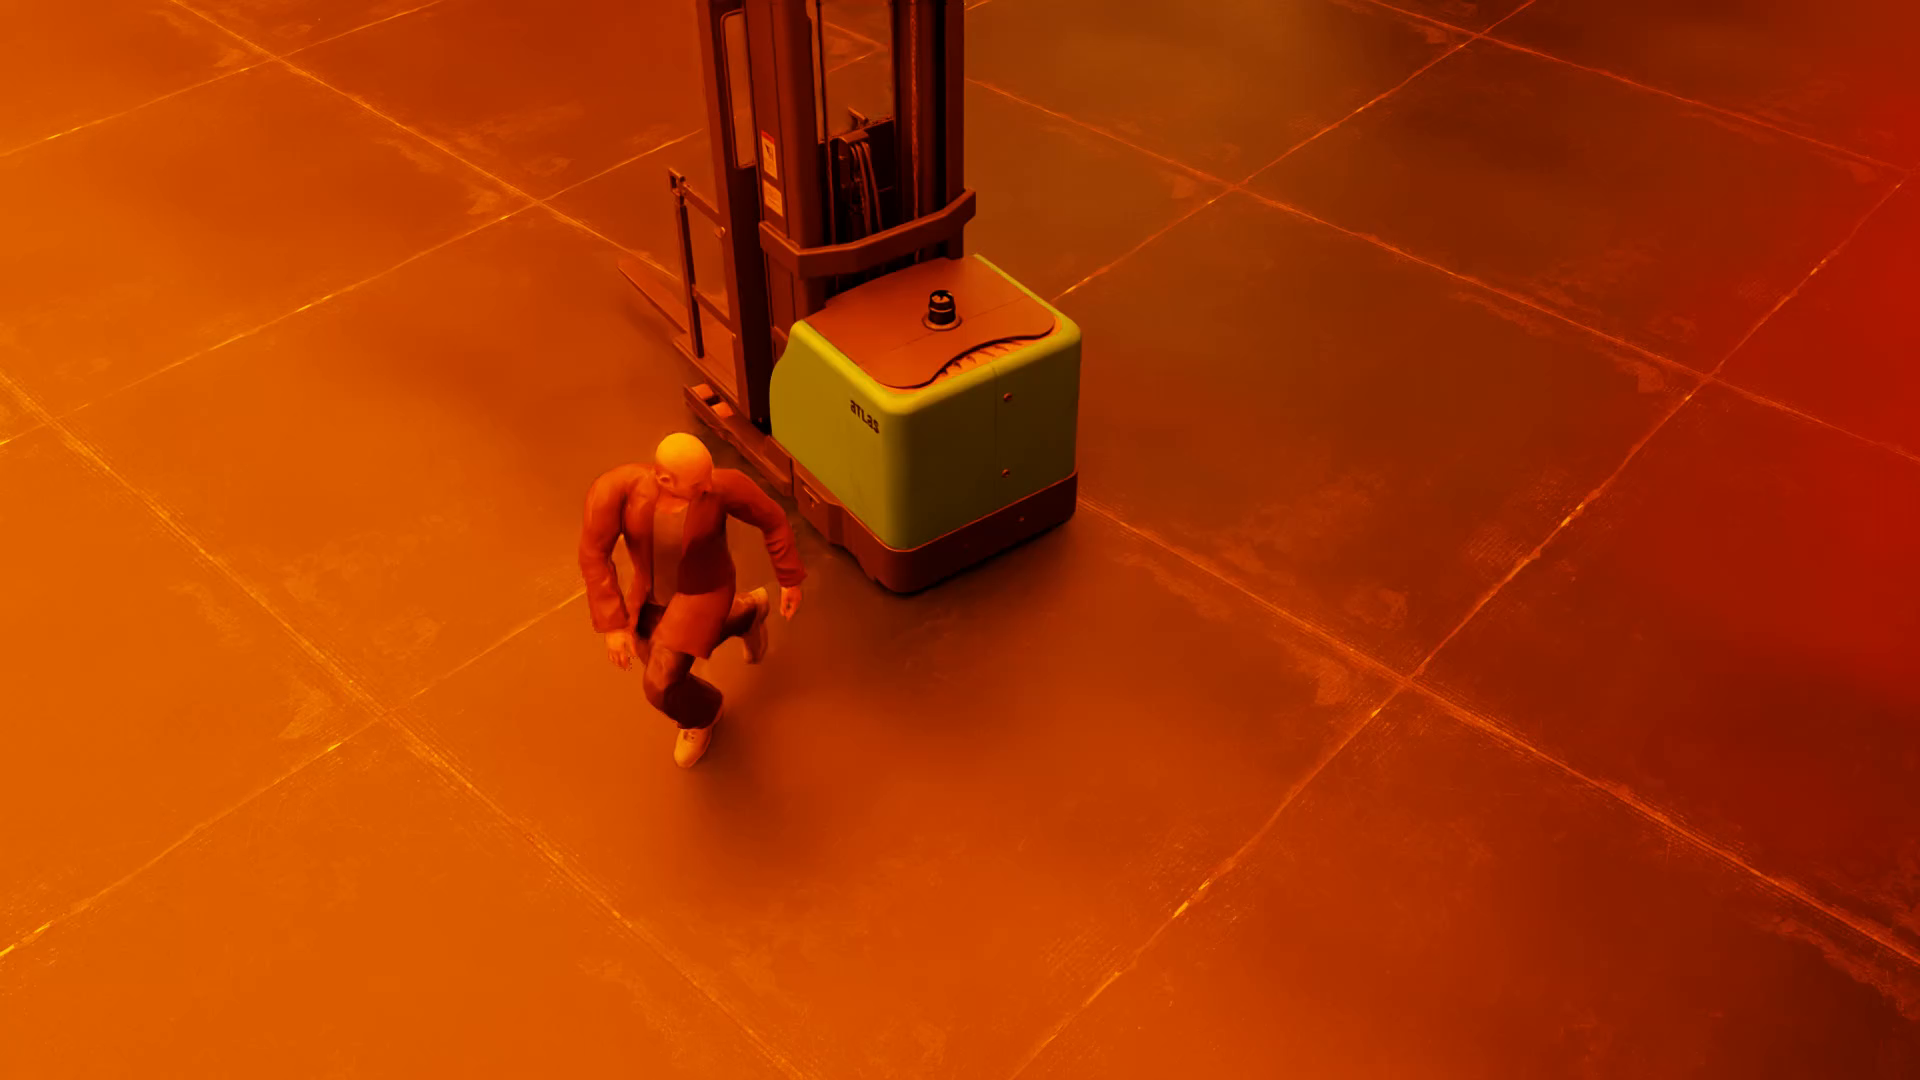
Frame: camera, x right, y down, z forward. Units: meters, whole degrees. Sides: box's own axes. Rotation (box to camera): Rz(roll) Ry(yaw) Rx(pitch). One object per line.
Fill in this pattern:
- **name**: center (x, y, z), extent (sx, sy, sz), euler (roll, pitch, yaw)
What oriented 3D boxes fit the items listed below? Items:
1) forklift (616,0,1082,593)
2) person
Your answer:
- **forklift**: center (-0.729, -1.797, 7.523), extent (1.130, 2.935, 3.031), euler (-25, 47, -26)
- **person**: center (-0.982, 0.149, 6.354), extent (0.712, 1.552, 0.864), euler (15, 43, 17)
